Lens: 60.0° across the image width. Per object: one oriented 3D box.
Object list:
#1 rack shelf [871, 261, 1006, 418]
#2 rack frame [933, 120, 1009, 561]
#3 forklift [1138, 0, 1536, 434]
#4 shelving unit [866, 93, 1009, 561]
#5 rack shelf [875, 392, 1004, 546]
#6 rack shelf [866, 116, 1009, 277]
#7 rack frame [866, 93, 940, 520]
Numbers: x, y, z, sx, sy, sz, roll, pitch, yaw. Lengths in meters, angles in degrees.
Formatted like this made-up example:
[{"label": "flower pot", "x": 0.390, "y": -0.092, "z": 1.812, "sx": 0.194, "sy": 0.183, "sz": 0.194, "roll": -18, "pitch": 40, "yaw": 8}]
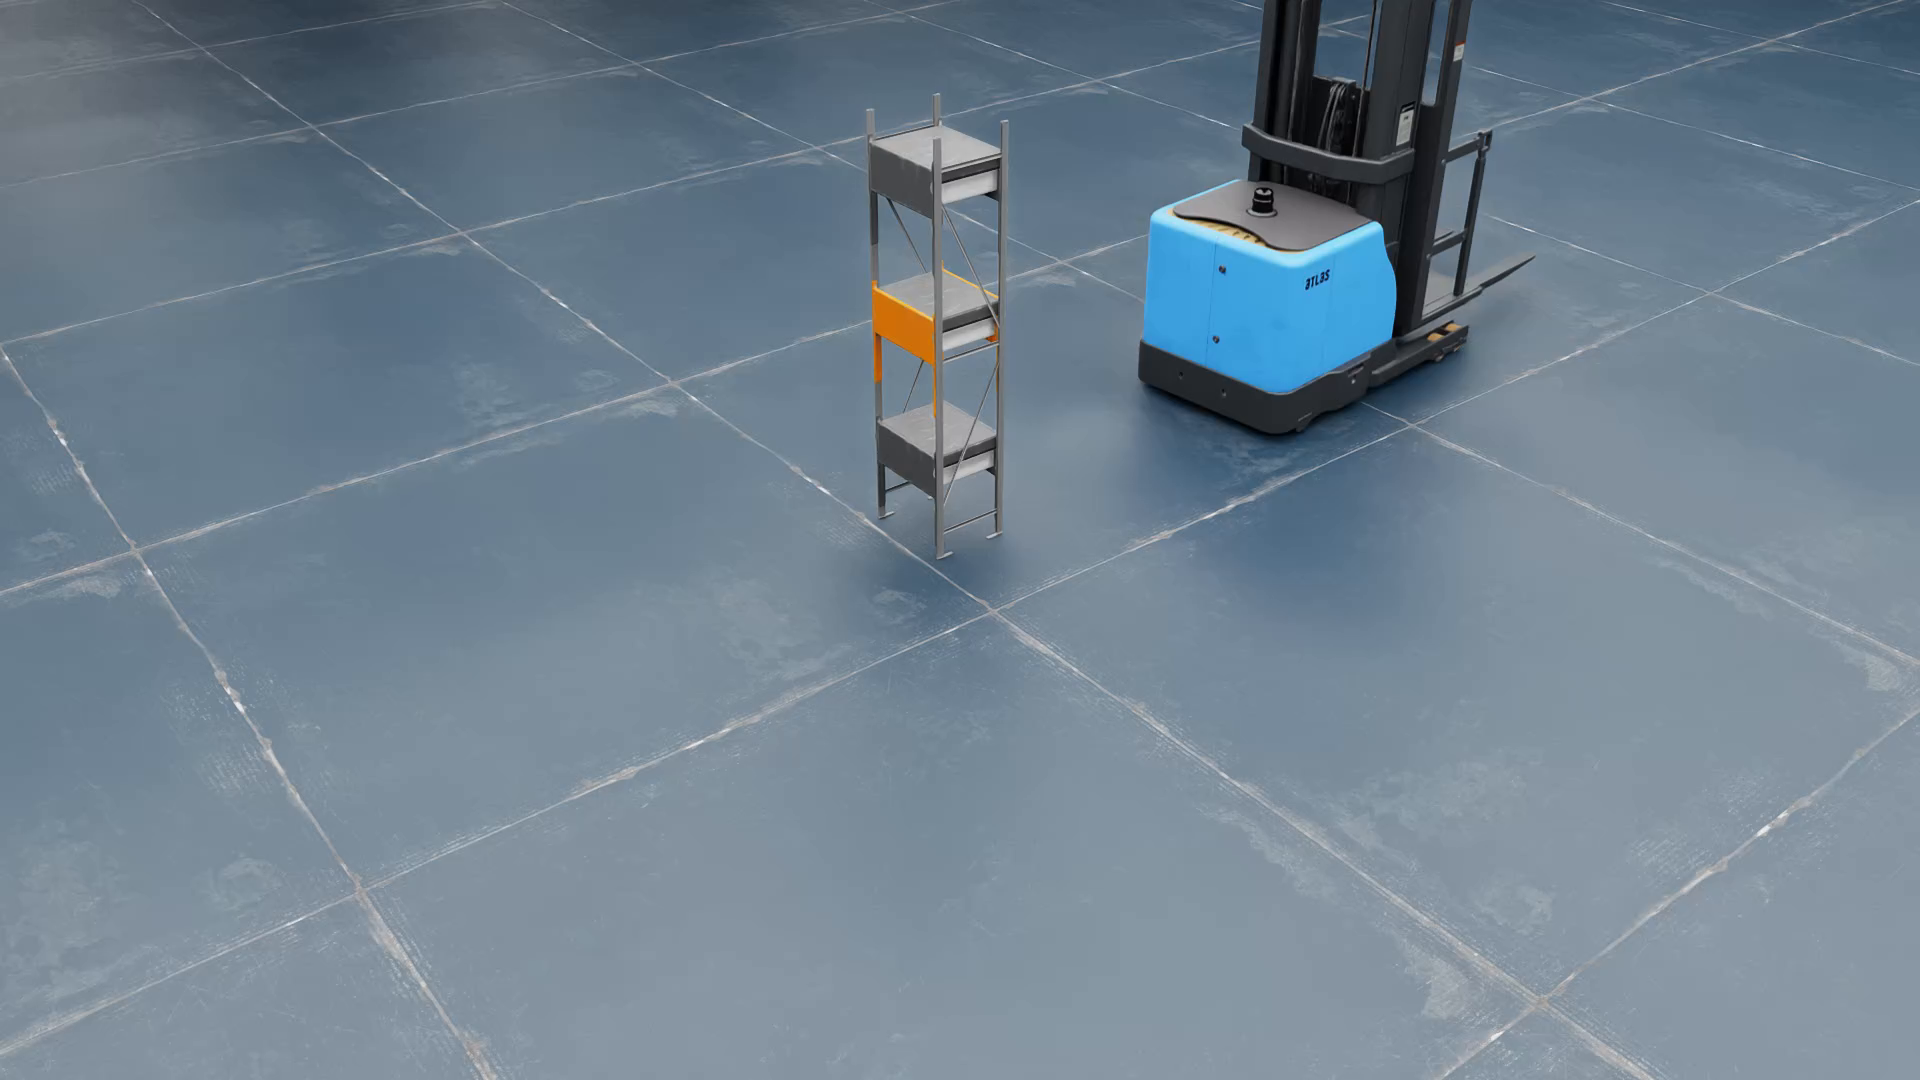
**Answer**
[{"label": "rack shelf", "x": -0.101, "y": -0.949, "z": 7.814, "sx": 0.431, "sy": 0.518, "sz": 0.480, "roll": -22, "pitch": 38, "yaw": -31}, {"label": "rack frame", "x": 0.048, "y": -0.859, "z": 7.643, "sx": 0.400, "sy": 2.100, "sz": 0.015, "roll": -22, "pitch": 38, "yaw": -31}, {"label": "forklift", "x": 2.439, "y": -2.493, "z": 9.486, "sx": 3.031, "sy": 2.935, "sz": 1.130, "roll": -27, "pitch": 41, "yaw": -36}, {"label": "shelving unit", "x": -0.101, "y": -0.961, "z": 7.807, "sx": 0.431, "sy": 2.100, "sz": 0.503, "roll": -22, "pitch": 38, "yaw": -31}, {"label": "rack shelf", "x": -0.102, "y": -0.355, "z": 8.184, "sx": 0.431, "sy": 0.518, "sz": 0.480, "roll": -22, "pitch": 38, "yaw": -31}, {"label": "rack shelf", "x": -0.101, "y": -1.544, "z": 7.445, "sx": 0.431, "sy": 0.518, "sz": 0.480, "roll": -22, "pitch": 38, "yaw": -31}, {"label": "rack frame", "x": -0.251, "y": -1.063, "z": 7.971, "sx": 0.400, "sy": 2.100, "sz": 0.015, "roll": -22, "pitch": 38, "yaw": -31}]
